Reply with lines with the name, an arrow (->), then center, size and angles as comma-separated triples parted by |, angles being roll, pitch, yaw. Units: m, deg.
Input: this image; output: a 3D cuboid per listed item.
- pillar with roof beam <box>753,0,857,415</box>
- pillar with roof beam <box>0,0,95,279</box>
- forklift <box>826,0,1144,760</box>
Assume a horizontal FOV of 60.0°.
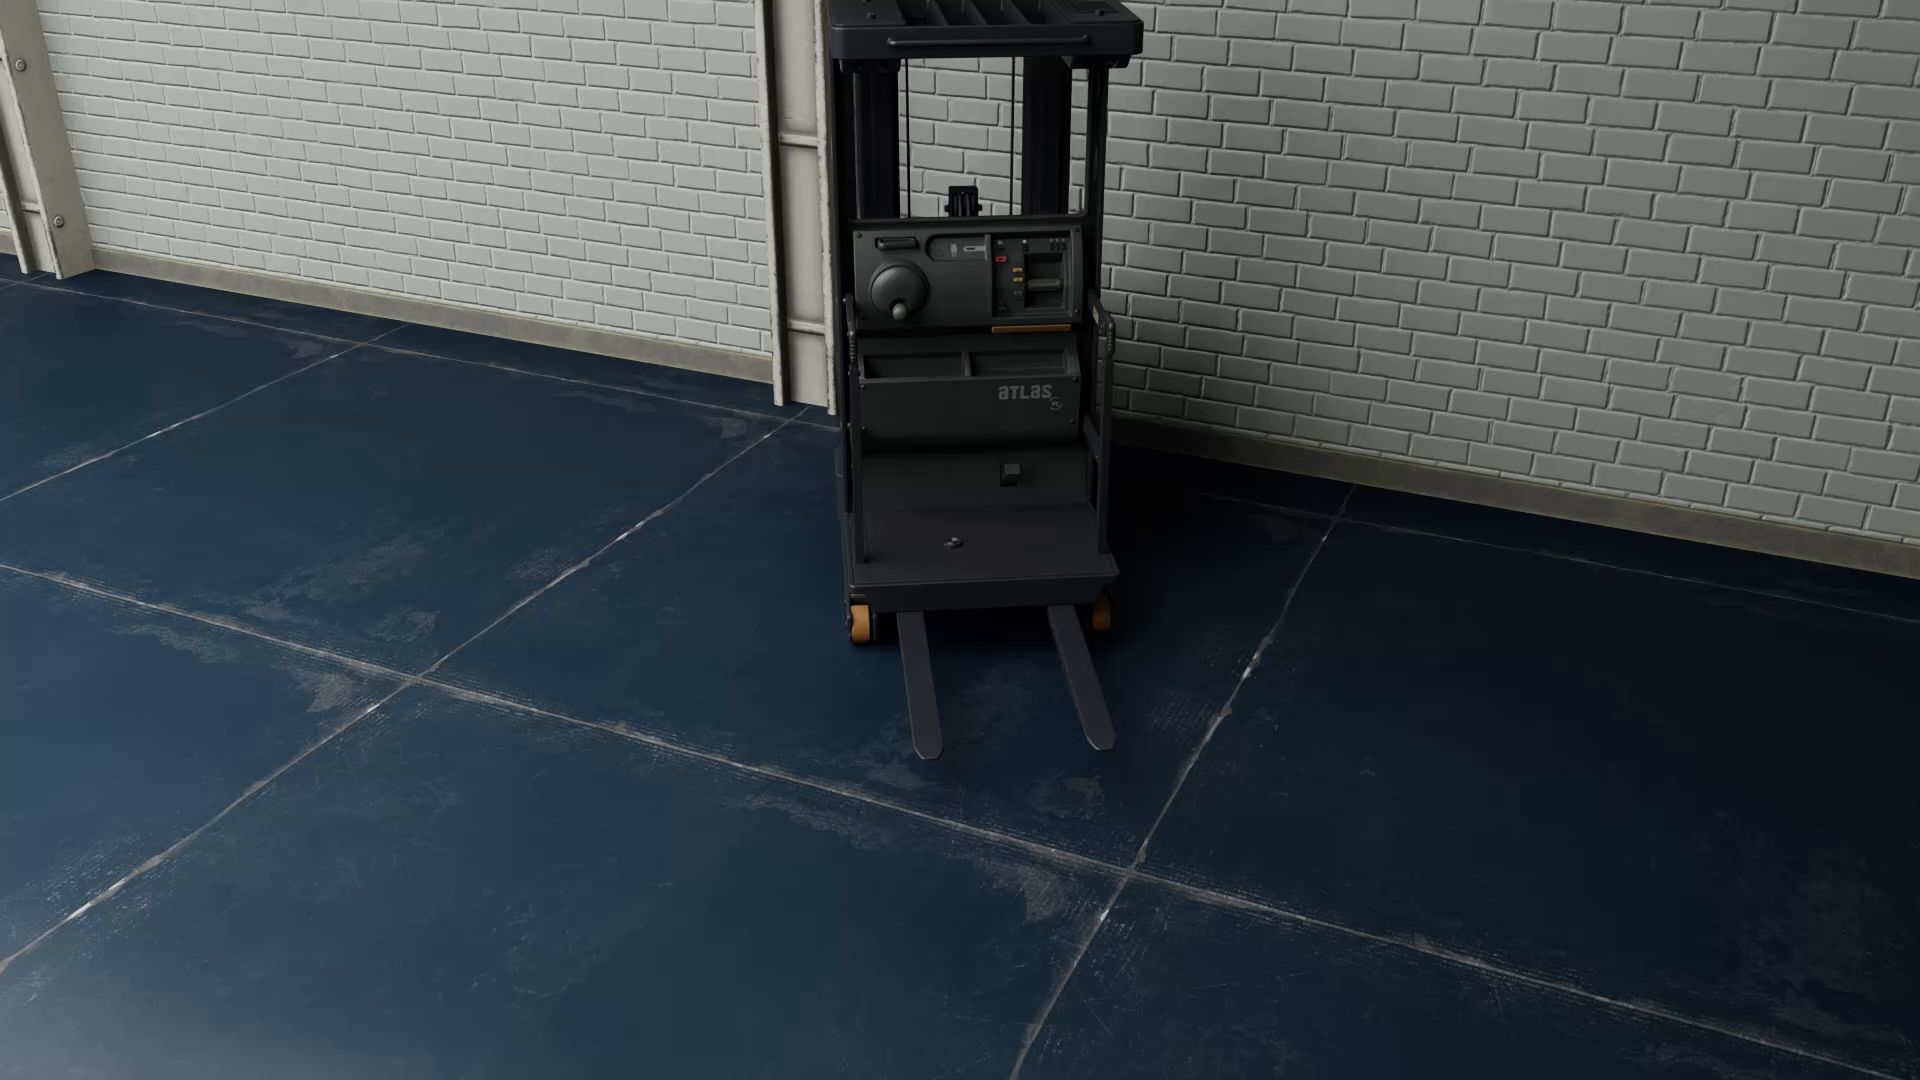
pillar with roof beam -> -2.578, -3.089, 3.837 | 0.400, 9.000, 9.100 | 11, 28, 22
pillar with roof beam -> -8.040, -4.186, 6.065 | 0.400, 9.000, 9.100 | 11, 28, 22
forklift -> 0.059, -1.041, 6.547 | 1.130, 2.935, 3.031 | -2, 26, -5
